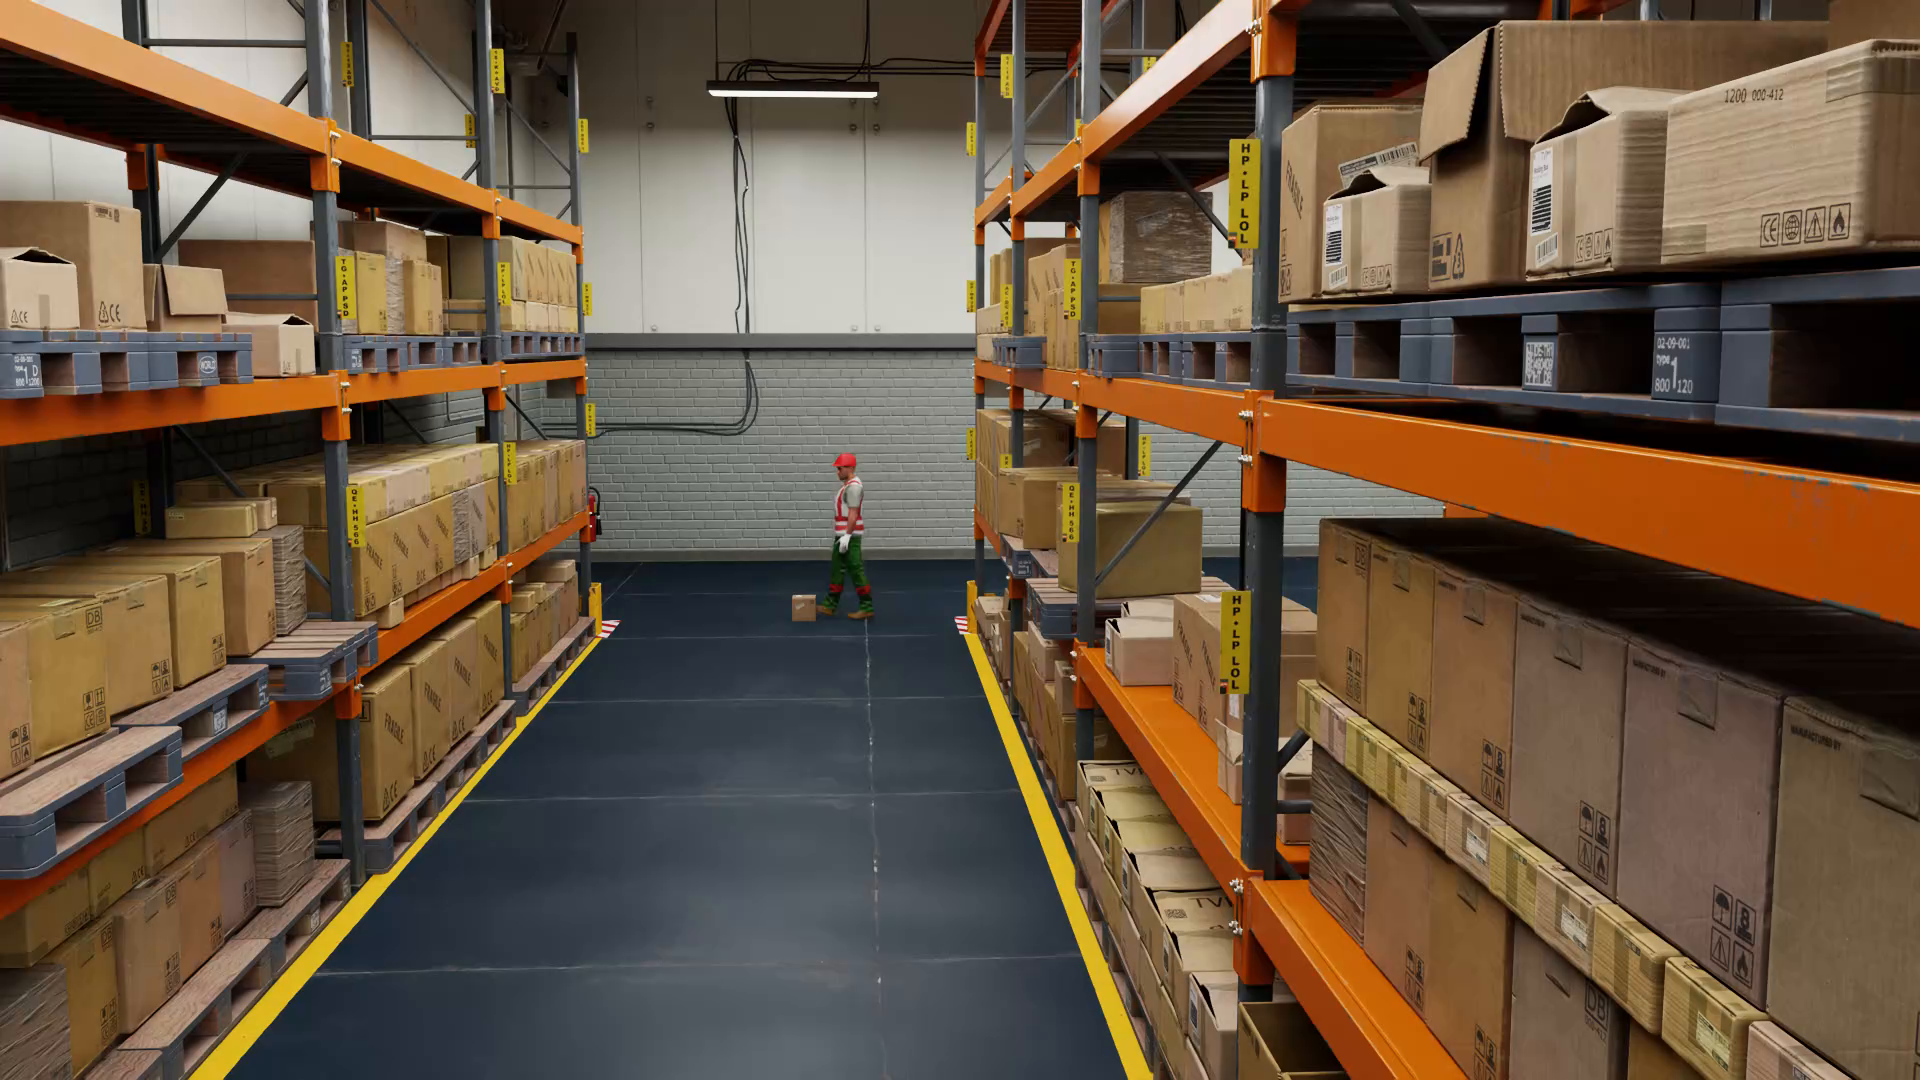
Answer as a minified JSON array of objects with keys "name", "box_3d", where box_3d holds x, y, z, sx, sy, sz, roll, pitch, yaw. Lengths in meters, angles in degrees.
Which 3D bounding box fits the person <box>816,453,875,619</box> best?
[{"name":"person","box_3d":[-1.290,-0.041,17.904,0.715,1.781,0.567,-1,7,-8]}]
